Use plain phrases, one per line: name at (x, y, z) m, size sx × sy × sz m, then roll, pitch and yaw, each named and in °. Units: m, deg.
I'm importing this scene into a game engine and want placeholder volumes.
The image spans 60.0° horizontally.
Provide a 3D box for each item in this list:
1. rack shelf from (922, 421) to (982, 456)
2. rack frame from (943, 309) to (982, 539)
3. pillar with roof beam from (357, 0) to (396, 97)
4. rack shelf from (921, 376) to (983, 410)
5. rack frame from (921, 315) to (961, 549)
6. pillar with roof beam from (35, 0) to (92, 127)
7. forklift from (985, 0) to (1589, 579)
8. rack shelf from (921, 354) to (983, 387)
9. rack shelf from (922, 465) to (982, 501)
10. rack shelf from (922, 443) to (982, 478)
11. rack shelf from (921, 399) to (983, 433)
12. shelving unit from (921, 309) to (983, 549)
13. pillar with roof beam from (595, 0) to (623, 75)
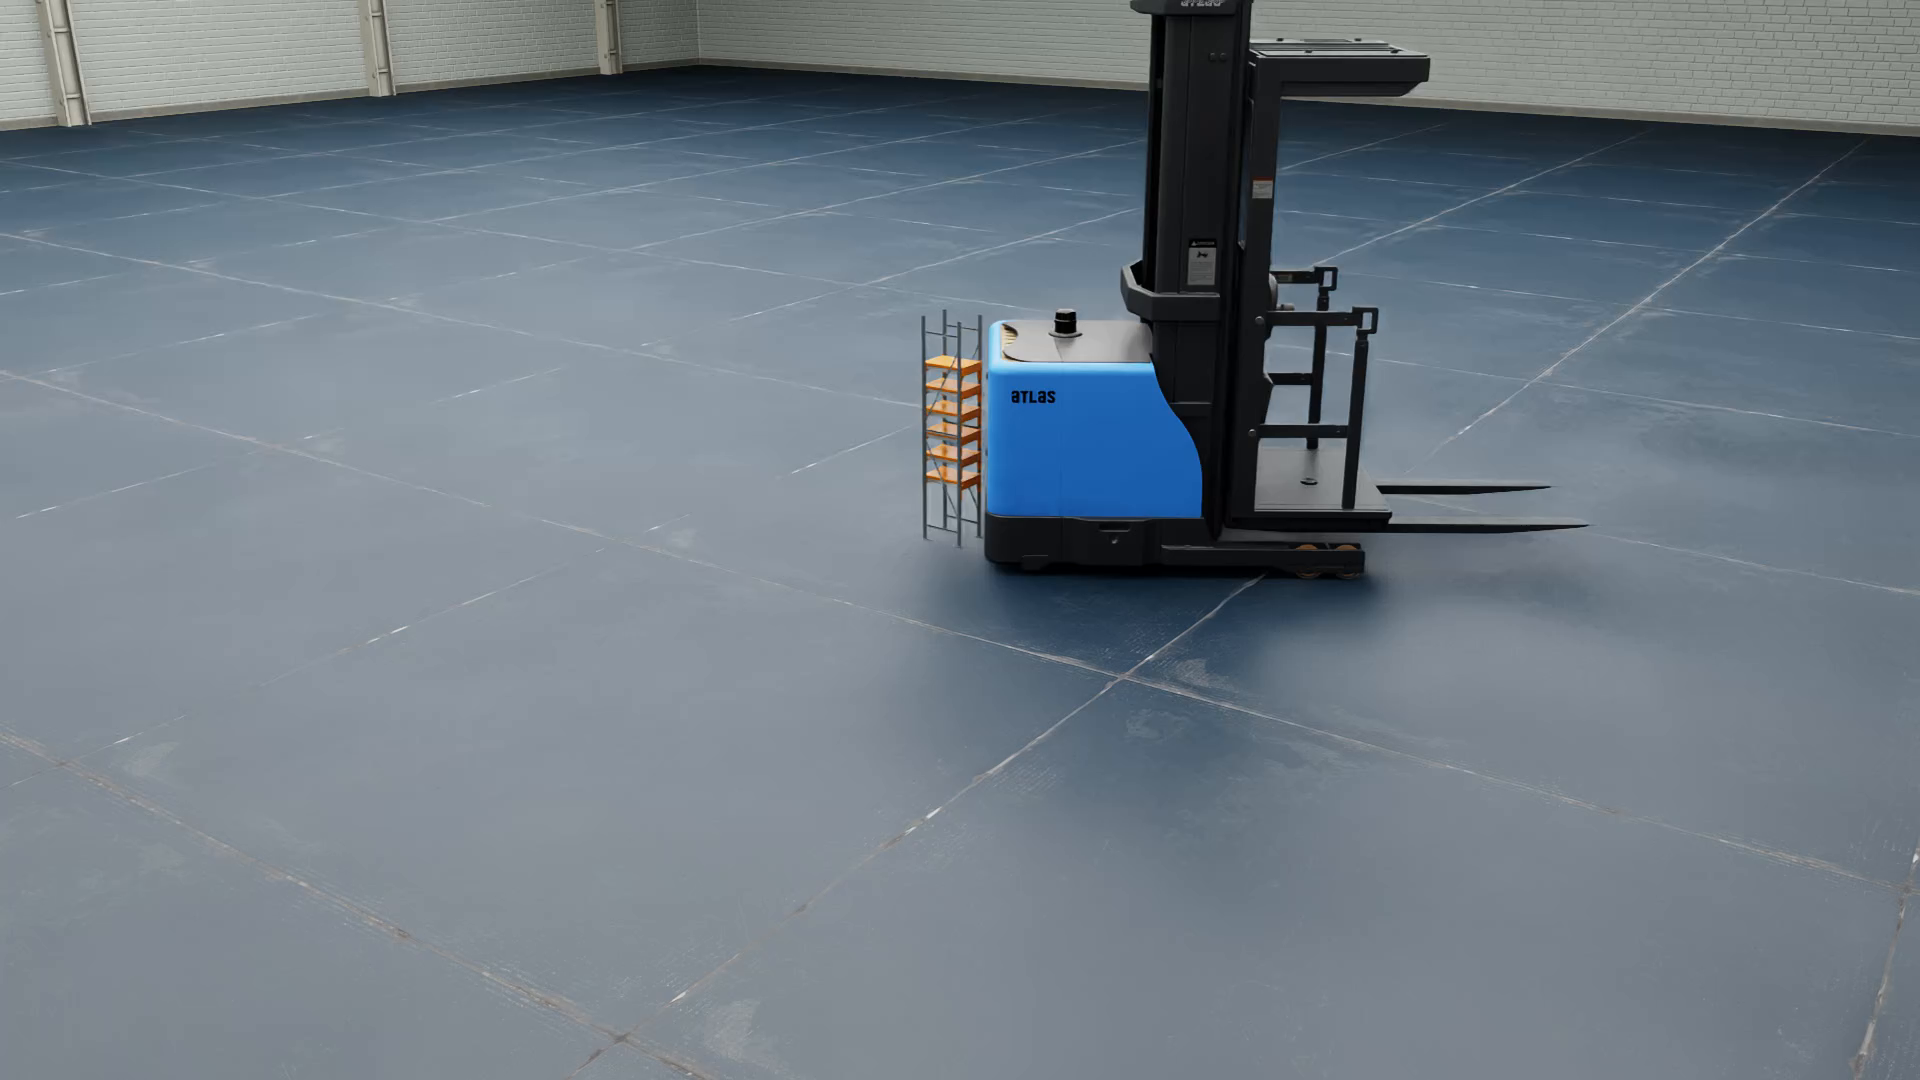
rack shelf at (-0.041, -0.526, 8.586) m, size 0.258 × 0.103 × 0.180 m, roll 14°, pitch 24°, yaw 32°
rack frame at (0.011, -0.594, 8.641) m, size 0.240 × 1.200 × 0.006 m, roll 14°, pitch 24°, yaw 32°
pillar with roof beam at (-7.420, -11.834, 27.787) m, size 9.100 × 9.000 × 0.400 m, roll 13°, pitch 24°, yaw 32°
rack shelf at (-0.041, -0.751, 8.502) m, size 0.258 × 0.103 × 0.180 m, roll 14°, pitch 24°, yaw 32°
rack frame at (-0.094, -0.542, 8.500) m, size 0.240 × 1.200 × 0.006 m, roll 14°, pitch 24°, yaw 32°
pillar with roof beam at (-10.792, -10.113, 23.133) m, size 9.100 × 9.000 × 0.400 m, roll 13°, pitch 24°, yaw 32°
forklift at (1.647, -1.367, 8.237) m, size 3.031 × 2.935 × 1.130 m, roll 0°, pitch 20°, yaw 1°
rack shelf at (-0.041, -0.864, 8.461) m, size 0.258 × 0.103 × 0.180 m, roll 14°, pitch 24°, yaw 32°
rack shelf at (-0.041, -0.301, 8.669) m, size 0.258 × 0.103 × 0.180 m, roll 14°, pitch 24°, yaw 32°
rack shelf at (-0.041, -0.413, 8.627) m, size 0.258 × 0.103 × 0.180 m, roll 14°, pitch 24°, yaw 32°
rack shelf at (-0.041, -0.639, 8.544) m, size 0.258 × 0.103 × 0.180 m, roll 14°, pitch 24°, yaw 32°
shelving unit at (-0.041, -0.568, 8.570) m, size 0.258 × 1.200 × 0.189 m, roll 14°, pitch 24°, yaw 32°
pillar with roof beam at (-4.047, -13.556, 32.441) m, size 9.100 × 9.000 × 0.400 m, roll 13°, pitch 24°, yaw 32°
